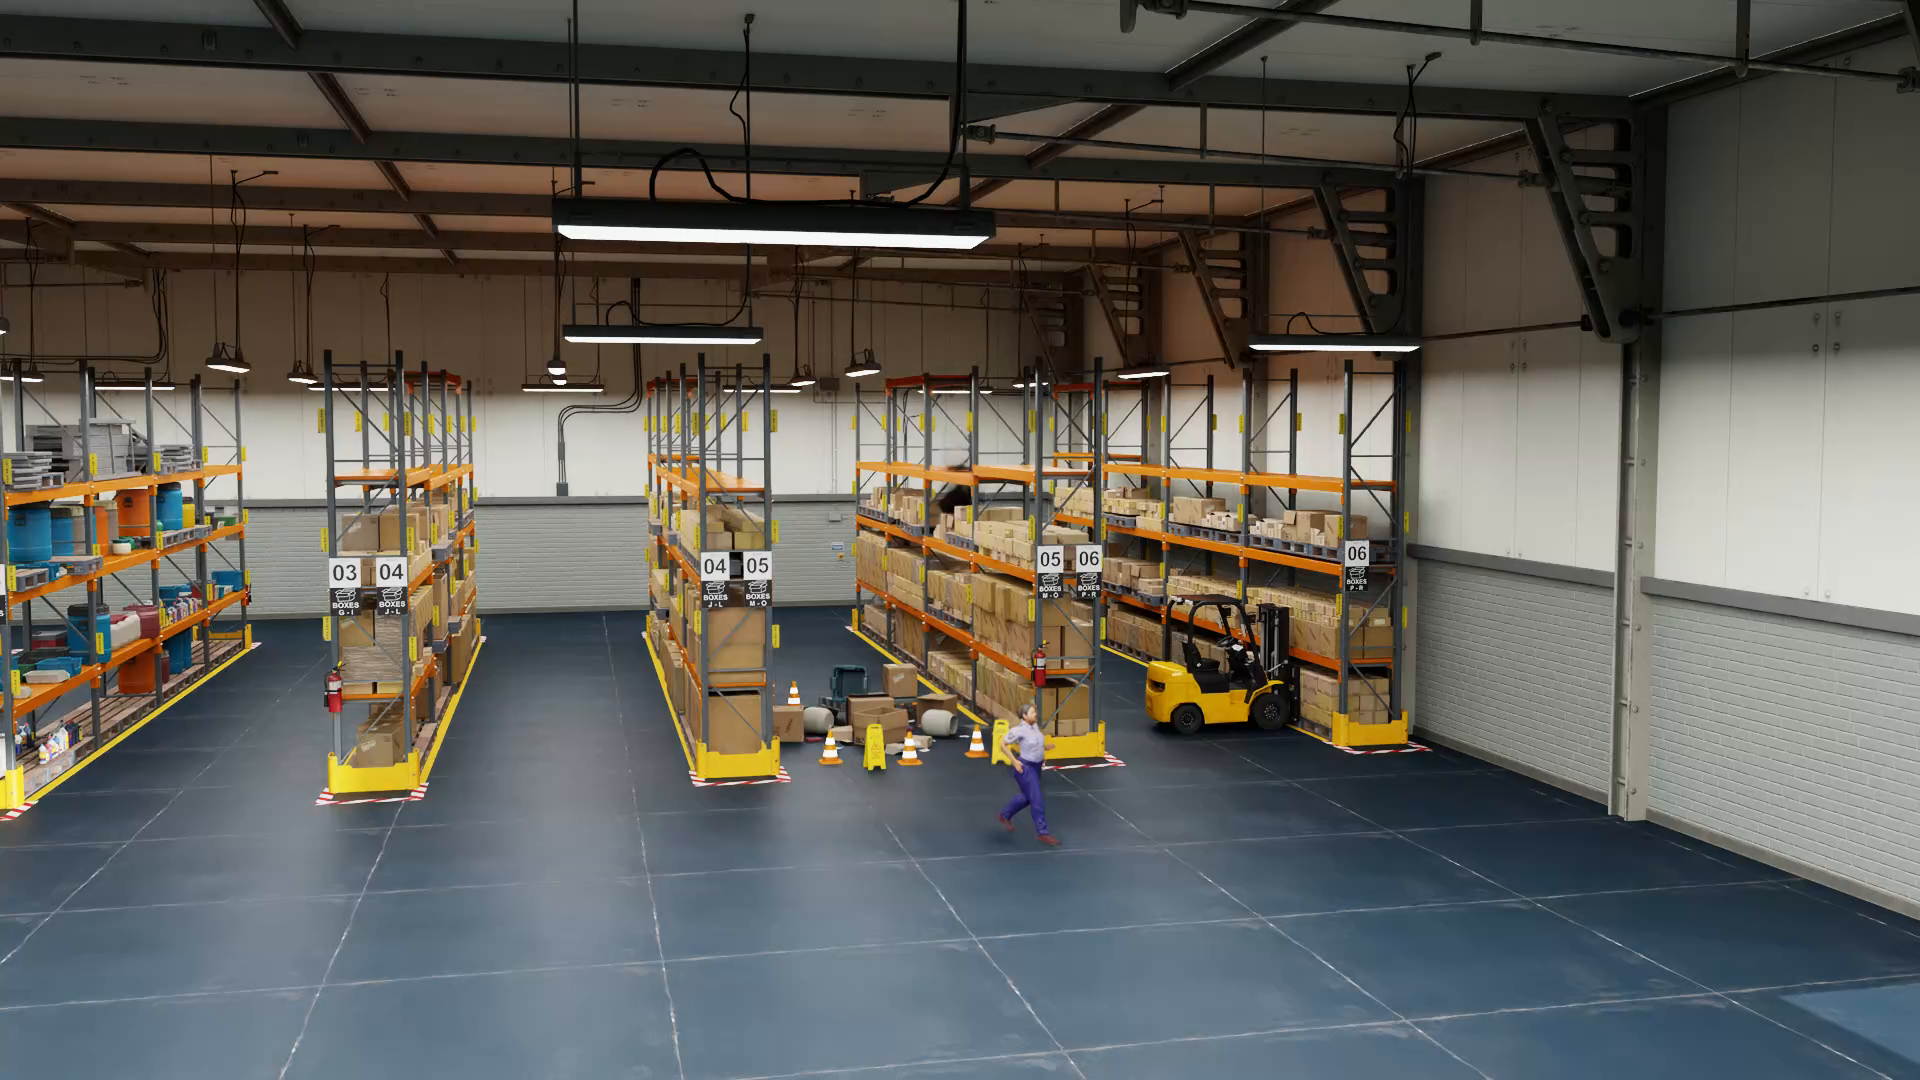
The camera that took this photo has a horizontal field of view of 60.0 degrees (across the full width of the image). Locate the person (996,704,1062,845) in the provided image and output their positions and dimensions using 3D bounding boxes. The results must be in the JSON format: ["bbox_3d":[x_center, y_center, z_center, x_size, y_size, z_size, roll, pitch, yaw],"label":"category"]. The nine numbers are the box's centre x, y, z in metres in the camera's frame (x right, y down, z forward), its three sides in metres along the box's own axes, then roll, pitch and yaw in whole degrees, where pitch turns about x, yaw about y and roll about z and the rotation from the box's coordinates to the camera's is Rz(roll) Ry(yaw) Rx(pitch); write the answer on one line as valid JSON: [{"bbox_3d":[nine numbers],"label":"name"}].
[{"bbox_3d":[0.814,2.775,19.923,0.940,1.643,0.602,2,4,28],"label":"person"}]

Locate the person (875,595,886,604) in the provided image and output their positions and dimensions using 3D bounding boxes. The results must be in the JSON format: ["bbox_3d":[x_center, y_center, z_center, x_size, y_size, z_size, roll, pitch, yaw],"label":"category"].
[{"bbox_3d":[-1.943,1.213,41.740,0.890,1.781,0.673,1,4,20],"label":"person"}]
